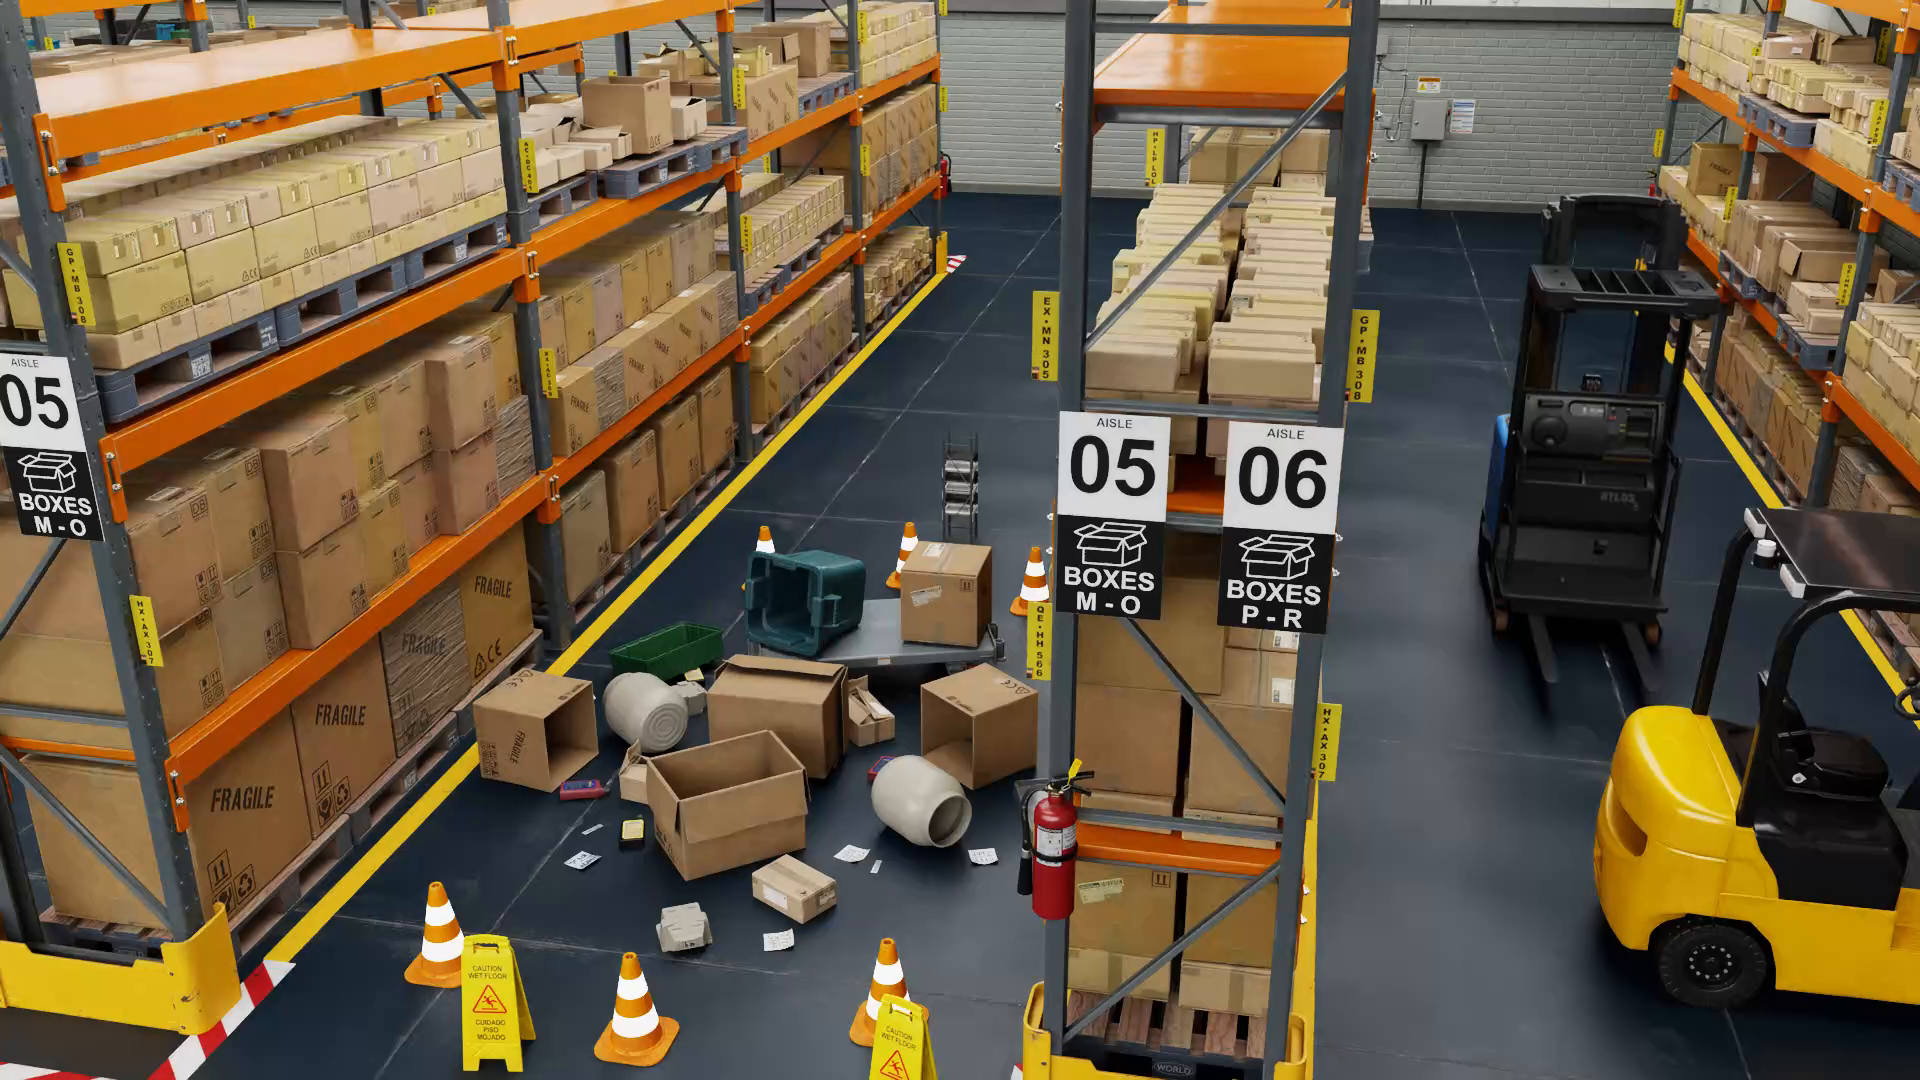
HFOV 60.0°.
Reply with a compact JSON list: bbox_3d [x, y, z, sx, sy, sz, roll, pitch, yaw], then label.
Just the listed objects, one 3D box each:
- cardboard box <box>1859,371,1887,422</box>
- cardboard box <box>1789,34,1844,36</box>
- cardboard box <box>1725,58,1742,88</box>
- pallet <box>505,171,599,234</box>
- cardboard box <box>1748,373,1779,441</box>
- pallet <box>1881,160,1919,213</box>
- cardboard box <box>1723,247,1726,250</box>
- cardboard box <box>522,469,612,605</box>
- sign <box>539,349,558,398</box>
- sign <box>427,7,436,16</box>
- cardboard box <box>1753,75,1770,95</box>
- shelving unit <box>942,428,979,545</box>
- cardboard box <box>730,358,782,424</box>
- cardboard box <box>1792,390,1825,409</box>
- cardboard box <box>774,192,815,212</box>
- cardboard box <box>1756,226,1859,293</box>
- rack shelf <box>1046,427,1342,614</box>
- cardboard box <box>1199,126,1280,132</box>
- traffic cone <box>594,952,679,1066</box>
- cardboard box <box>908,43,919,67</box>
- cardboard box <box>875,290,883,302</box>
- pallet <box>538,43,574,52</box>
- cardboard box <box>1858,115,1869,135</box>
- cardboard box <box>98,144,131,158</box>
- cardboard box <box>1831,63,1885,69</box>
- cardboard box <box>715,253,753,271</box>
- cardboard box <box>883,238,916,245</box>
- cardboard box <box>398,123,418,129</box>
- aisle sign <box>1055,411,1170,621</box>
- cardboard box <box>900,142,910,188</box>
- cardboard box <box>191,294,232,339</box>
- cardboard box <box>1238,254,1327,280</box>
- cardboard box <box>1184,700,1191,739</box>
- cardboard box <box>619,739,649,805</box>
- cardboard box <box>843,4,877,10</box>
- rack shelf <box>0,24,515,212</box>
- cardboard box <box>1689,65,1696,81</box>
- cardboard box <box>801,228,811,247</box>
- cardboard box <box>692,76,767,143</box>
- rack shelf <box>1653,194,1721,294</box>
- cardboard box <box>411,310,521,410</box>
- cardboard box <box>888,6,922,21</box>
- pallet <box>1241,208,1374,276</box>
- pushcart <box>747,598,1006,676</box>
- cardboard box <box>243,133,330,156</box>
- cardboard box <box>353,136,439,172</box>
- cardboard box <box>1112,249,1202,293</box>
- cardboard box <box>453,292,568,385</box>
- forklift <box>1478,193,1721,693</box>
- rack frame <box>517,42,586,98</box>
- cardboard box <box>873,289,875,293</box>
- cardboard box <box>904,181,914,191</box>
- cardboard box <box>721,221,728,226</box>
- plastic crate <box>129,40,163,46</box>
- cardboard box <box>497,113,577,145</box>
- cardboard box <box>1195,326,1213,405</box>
[{"bbox_3d":[6.903,-1.028,12.092,0.500,0.250,0.500,4,22,10],"label":"cardboard box"},{"bbox_3d":[8.626,-4.929,16.696,0.500,0.250,0.500,4,22,9],"label":"cardboard box"},{"bbox_3d":[8.105,-4.734,16.880,0.500,0.250,0.500,4,22,9],"label":"cardboard box"},{"bbox_3d":[-3.064,-2.321,11.342,0.805,0.209,1.217,4,22,9],"label":"pallet"},{"bbox_3d":[7.520,-1.196,15.093,0.500,0.500,0.500,4,22,9],"label":"cardboard box"},{"bbox_3d":[7.289,-2.474,11.718,1.213,0.211,1.003,6,23,13],"label":"pallet"},{"bbox_3d":[7.974,-2.907,16.893,0.380,0.149,0.250,5,22,12],"label":"cardboard box"},{"bbox_3d":[-3.164,-0.064,11.948,1.050,0.750,0.750,4,22,11],"label":"cardboard box"},{"bbox_3d":[-2.659,-1.076,10.745,0.100,0.325,0.005,4,22,11],"label":"sign"},{"bbox_3d":[-5.872,-5.759,18.511,0.100,0.325,0.005,4,22,11],"label":"sign"},{"bbox_3d":[7.619,-4.233,15.473,0.380,0.149,0.250,5,22,12],"label":"cardboard box"},{"bbox_3d":[0.002,-0.420,13.193,0.258,0.900,0.210,4,22,11],"label":"shelving unit"},{"bbox_3d":[-1.992,-1.417,15.640,0.500,0.500,0.500,4,22,9],"label":"cardboard box"},{"bbox_3d":[7.315,-1.156,14.124,0.380,0.149,0.250,4,22,9],"label":"cardboard box"},{"bbox_3d":[-1.677,-3.419,16.806,0.380,0.149,0.250,4,22,9],"label":"cardboard box"},{"bbox_3d":[7.573,-2.493,14.831,0.700,0.500,0.500,4,22,11],"label":"cardboard box"},{"bbox_3d":[1.256,-0.665,7.938,1.077,0.370,4.000,4,22,11],"label":"rack shelf"},{"bbox_3d":[1.844,-2.684,10.957,0.500,0.250,0.500,5,22,12],"label":"cardboard box"},{"bbox_3d":[-1.484,2.085,7.557,0.336,0.463,0.334,4,22,11],"label":"traffic cone"},{"bbox_3d":[-0.799,-5.836,20.014,0.500,0.250,0.500,5,23,13],"label":"cardboard box"},{"bbox_3d":[-1.124,-2.875,19.731,0.380,0.149,0.250,4,22,10],"label":"cardboard box"},{"bbox_3d":[-5.730,-6.561,21.733,1.003,0.211,1.213,4,22,11],"label":"pallet"},{"bbox_3d":[7.327,-3.267,13.102,0.380,0.149,0.250,5,22,12],"label":"cardboard box"},{"bbox_3d":[-7.271,-3.321,13.769,0.500,0.250,0.500,5,22,12],"label":"cardboard box"},{"bbox_3d":[8.136,-4.235,15.081,0.380,0.149,0.250,4,22,10],"label":"cardboard box"},{"bbox_3d":[-2.091,-2.520,14.971,0.380,0.149,0.250,5,23,13],"label":"cardboard box"},{"bbox_3d":[-0.765,-3.722,21.037,0.380,0.149,0.250,4,22,9],"label":"cardboard box"},{"bbox_3d":[-6.573,-4.625,19.621,0.500,0.500,0.500,5,22,12],"label":"cardboard box"},{"bbox_3d":[0.551,-0.081,6.060,0.394,0.787,0.004,4,22,11],"label":"aisle sign"},{"bbox_3d":[-0.910,-4.513,20.011,0.500,0.500,0.500,6,23,14],"label":"cardboard box"},{"bbox_3d":[-3.532,-1.018,7.492,0.380,0.149,0.250,5,22,11],"label":"cardboard box"},{"bbox_3d":[1.461,-1.189,7.545,0.380,0.149,0.250,5,22,12],"label":"cardboard box"},{"bbox_3d":[0.795,0.537,7.472,0.500,0.500,0.500,5,22,11],"label":"cardboard box"},{"bbox_3d":[-1.750,1.358,9.626,0.396,0.266,0.258,8,23,20],"label":"cardboard box"},{"bbox_3d":[-1.239,-6.520,20.510,0.380,0.149,0.250,4,22,11],"label":"cardboard box"},{"bbox_3d":[-3.611,-2.211,8.297,1.077,0.370,4.000,4,22,11],"label":"rack shelf"},{"bbox_3d":[8.431,-5.253,18.702,0.380,0.149,0.250,5,22,12],"label":"cardboard box"},{"bbox_3d":[-1.720,-3.046,16.676,0.380,0.149,0.250,5,23,13],"label":"cardboard box"},{"bbox_3d":[-2.009,-3.768,14.546,0.500,0.500,0.500,4,22,11],"label":"cardboard box"},{"bbox_3d":[8.564,-3.285,18.459,1.077,0.370,4.000,4,22,11],"label":"rack shelf"},{"bbox_3d":[-3.312,-1.117,10.467,0.875,0.550,0.550,4,22,11],"label":"cardboard box"},{"bbox_3d":[-0.680,-6.381,20.165,0.380,0.149,0.250,5,22,12],"label":"cardboard box"},{"bbox_3d":[1.894,-1.861,10.195,1.213,0.211,1.003,4,22,11],"label":"pallet"},{"bbox_3d":[-0.578,0.722,11.056,1.648,0.377,0.936,-3,22,-8],"label":"pushcart"},{"bbox_3d":[-3.764,-2.179,9.307,0.380,0.149,0.250,4,22,10],"label":"cardboard box"},{"bbox_3d":[-3.120,-2.132,9.189,0.380,0.149,0.250,5,22,12],"label":"cardboard box"},{"bbox_3d":[0.908,-1.230,7.647,0.380,0.149,0.250,5,22,12],"label":"cardboard box"},{"bbox_3d":[-3.107,-1.371,11.271,0.700,0.500,0.500,4,22,10],"label":"cardboard box"},{"bbox_3d":[4.360,-0.780,11.367,1.130,2.935,3.031,5,22,11],"label":"forklift"},{"bbox_3d":[-5.589,-5.483,22.953,1.000,3.000,0.127,4,22,11],"label":"rack frame"},{"bbox_3d":[-1.205,-2.915,19.432,0.380,0.149,0.250,4,22,11],"label":"cardboard box"},{"bbox_3d":[-0.780,-4.440,20.700,0.380,0.149,0.250,3,22,9],"label":"cardboard box"},{"bbox_3d":[-2.470,-3.046,16.277,0.380,0.149,0.250,5,22,12],"label":"cardboard box"},{"bbox_3d":[-10.616,-6.355,21.456,0.437,0.136,0.530,4,22,11],"label":"plastic crate"},{"bbox_3d":[-3.060,-2.928,12.017,0.500,0.311,0.500,4,22,9],"label":"cardboard box"},{"bbox_3d":[0.805,-0.726,6.929,0.500,0.250,0.500,4,22,10],"label":"cardboard box"}]
